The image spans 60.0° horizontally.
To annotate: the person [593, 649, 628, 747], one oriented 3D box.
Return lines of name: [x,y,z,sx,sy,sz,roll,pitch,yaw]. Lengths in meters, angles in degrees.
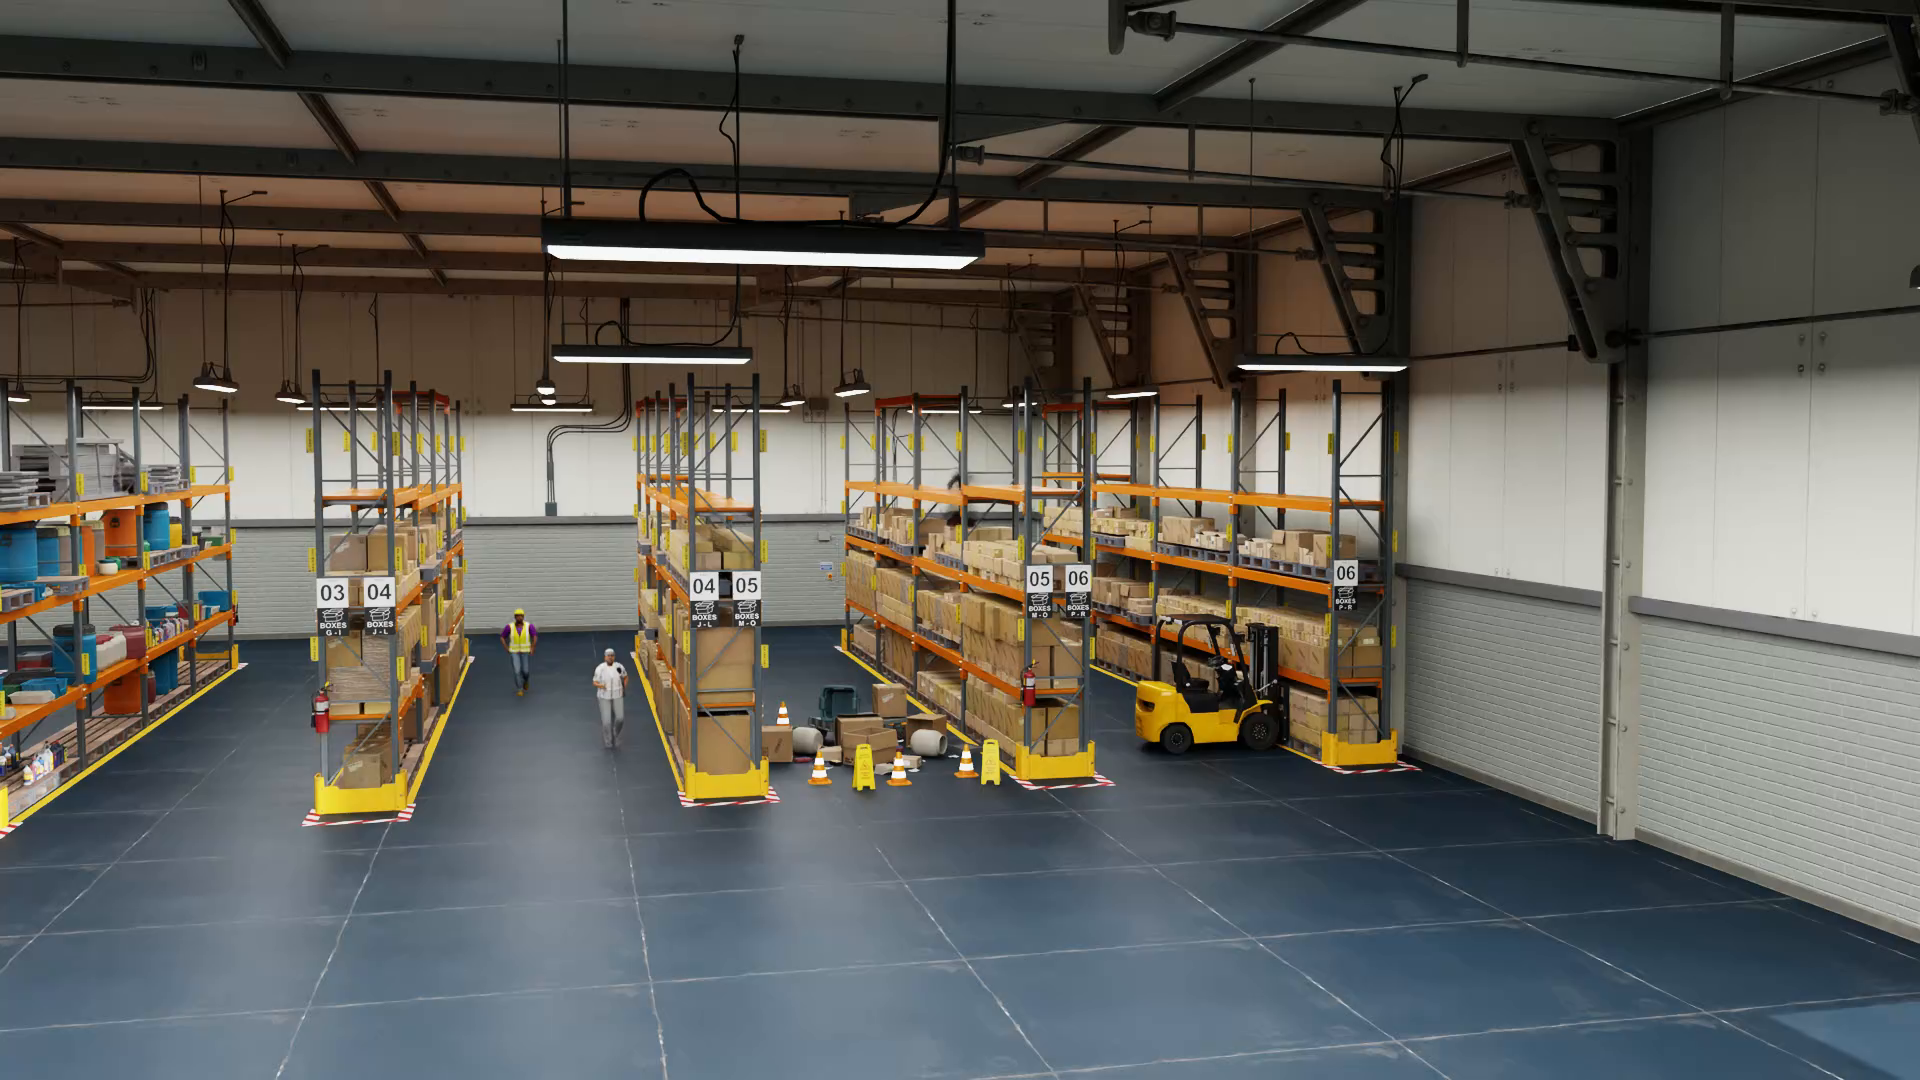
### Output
person: [-5.713,2.605,27.291,0.591,1.638,0.576,-1,3,-18]

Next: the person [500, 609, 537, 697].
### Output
person: [-8.790,2.230,33.120,0.721,1.731,0.569,-1,3,-15]
